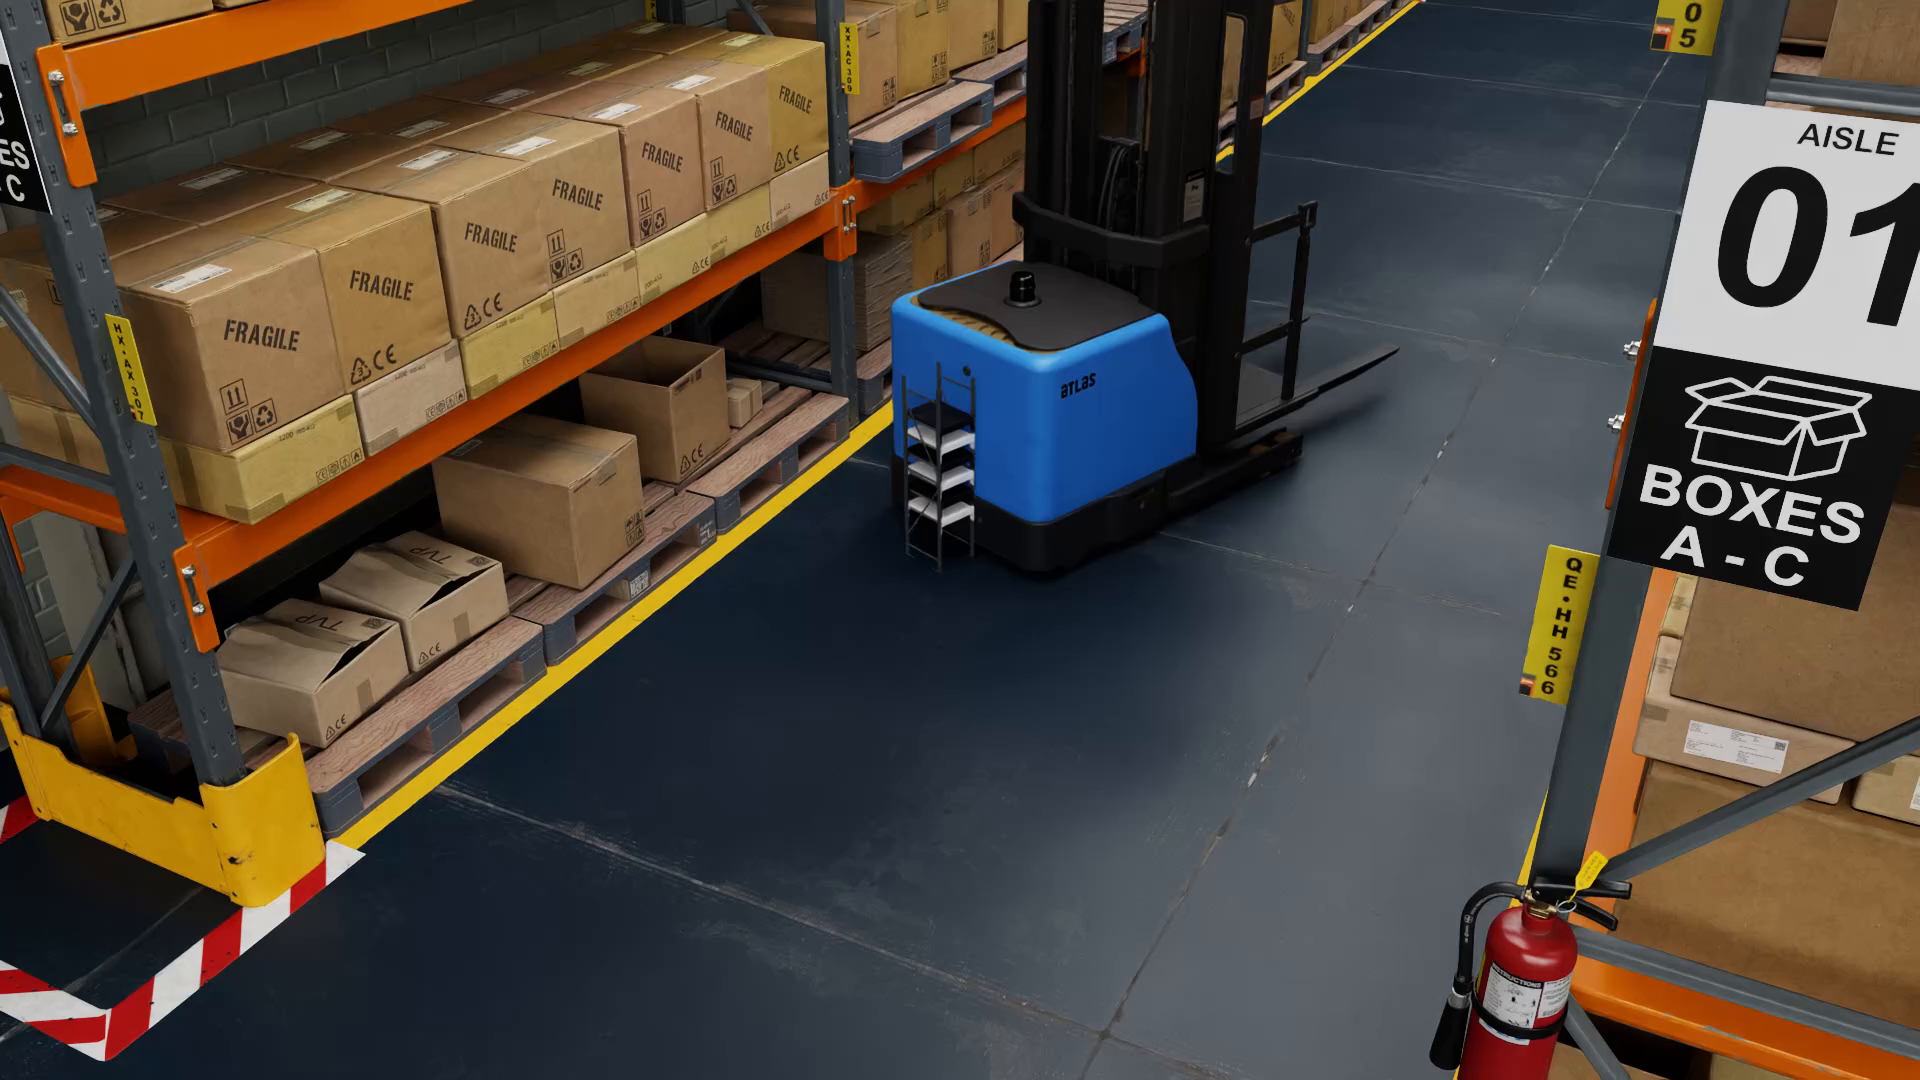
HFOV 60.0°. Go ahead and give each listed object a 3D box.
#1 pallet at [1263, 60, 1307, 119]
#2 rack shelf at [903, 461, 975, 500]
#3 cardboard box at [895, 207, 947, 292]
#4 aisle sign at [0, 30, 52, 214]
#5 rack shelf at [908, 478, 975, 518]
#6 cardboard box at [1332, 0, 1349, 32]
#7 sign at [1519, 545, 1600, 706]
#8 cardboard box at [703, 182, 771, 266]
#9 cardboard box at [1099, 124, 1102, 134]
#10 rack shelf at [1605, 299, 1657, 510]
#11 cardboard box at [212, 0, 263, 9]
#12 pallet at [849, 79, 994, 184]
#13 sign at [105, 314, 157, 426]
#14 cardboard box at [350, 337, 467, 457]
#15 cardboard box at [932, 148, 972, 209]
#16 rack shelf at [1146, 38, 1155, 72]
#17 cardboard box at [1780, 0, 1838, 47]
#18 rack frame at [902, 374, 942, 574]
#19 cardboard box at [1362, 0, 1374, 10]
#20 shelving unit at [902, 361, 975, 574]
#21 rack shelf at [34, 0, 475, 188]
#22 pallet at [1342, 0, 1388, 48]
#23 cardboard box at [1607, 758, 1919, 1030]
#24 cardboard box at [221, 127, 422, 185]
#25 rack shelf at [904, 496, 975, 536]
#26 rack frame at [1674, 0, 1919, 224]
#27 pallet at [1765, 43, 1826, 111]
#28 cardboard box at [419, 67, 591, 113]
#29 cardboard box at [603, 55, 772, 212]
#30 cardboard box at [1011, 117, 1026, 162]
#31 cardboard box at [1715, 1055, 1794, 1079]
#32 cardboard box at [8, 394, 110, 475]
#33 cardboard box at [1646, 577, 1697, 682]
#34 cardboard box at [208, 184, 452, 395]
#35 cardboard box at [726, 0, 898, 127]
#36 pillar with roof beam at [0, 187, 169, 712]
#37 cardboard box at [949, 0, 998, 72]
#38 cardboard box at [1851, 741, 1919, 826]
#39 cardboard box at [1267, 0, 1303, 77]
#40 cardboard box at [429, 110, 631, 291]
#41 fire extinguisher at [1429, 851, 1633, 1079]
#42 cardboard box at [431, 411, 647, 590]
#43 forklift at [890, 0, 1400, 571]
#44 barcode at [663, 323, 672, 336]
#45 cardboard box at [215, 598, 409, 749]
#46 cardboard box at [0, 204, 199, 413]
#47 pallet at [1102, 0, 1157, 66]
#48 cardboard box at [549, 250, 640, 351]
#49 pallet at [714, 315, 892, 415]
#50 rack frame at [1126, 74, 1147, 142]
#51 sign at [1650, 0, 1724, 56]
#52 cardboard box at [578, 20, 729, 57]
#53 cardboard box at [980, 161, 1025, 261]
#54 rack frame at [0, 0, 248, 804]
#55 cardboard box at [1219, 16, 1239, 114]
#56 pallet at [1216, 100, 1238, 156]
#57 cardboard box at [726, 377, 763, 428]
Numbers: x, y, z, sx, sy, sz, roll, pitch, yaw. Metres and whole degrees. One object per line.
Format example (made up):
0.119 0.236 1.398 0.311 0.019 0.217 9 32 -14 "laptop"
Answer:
2.352 -3.978 14.466 1.003 0.211 1.213 14 33 23 "pallet"
-0.093 -0.288 7.414 0.200 0.077 0.258 -25 38 -36 "rack shelf"
-0.496 -1.678 9.728 0.700 0.500 0.500 14 33 22 "cardboard box"
-2.595 -1.254 4.312 0.394 0.787 0.004 14 33 23 "aisle sign"
-0.093 -0.210 7.459 0.200 0.077 0.258 -25 38 -36 "rack shelf"
3.301 -5.175 15.838 0.700 0.500 0.500 14 33 23 "cardboard box"
1.105 0.161 3.057 0.100 0.325 0.005 14 33 23 "sign"
-1.188 -1.446 7.387 0.500 0.250 0.500 14 33 23 "cardboard box"
0.533 -2.549 11.246 0.700 0.500 0.500 15 33 24 "cardboard box"
2.493 -0.980 4.155 1.077 0.370 4.000 14 33 23 "rack shelf"
-2.178 -1.901 4.916 0.500 0.500 0.500 17 34 26 "cardboard box"
-0.530 -2.223 8.801 1.003 0.211 1.213 14 33 23 "pallet"
-2.347 -0.479 4.703 0.100 0.325 0.005 14 33 23 "sign"
-2.101 -0.548 5.823 0.500 0.250 0.500 13 32 22 "cardboard box"
-0.256 -2.190 9.867 0.500 0.250 0.500 13 32 22 "cardboard box"
1.726 -4.348 13.032 1.077 0.370 4.000 14 33 23 "rack shelf"
1.872 -1.154 3.323 0.500 0.250 0.500 14 33 23 "cardboard box"
-0.167 -0.282 7.337 0.006 0.900 0.240 -25 38 -36 "rack frame"
3.773 -5.640 16.648 0.700 0.500 0.500 13 32 22 "cardboard box"
-0.093 -0.316 7.397 0.210 0.900 0.258 -25 38 -36 "shelving unit"
-1.919 -2.102 6.109 1.077 0.370 4.000 14 33 23 "rack shelf"
3.608 -5.200 16.593 1.003 0.211 1.213 14 33 23 "pallet"
1.806 0.648 3.510 0.700 0.500 0.500 14 33 23 "cardboard box"
-2.334 -1.204 6.212 0.500 0.500 0.500 13 32 22 "cardboard box"
-0.093 -0.131 7.504 0.200 0.077 0.258 -25 38 -36 "rack shelf"
1.582 -1.706 1.685 1.000 3.000 0.127 14 33 23 "rack frame"
1.927 -0.675 2.990 1.003 0.211 1.213 14 33 23 "pallet"
-1.878 -1.660 7.006 0.500 0.500 0.500 15 33 25 "cardboard box"
-1.170 -1.767 7.192 0.500 0.500 0.500 14 33 23 "cardboard box"
0.218 -2.636 10.644 0.500 0.250 0.500 15 33 24 "cardboard box"
2.250 1.171 4.285 0.500 0.500 0.500 14 33 23 "cardboard box"
-2.789 -0.422 5.603 0.500 0.250 0.500 15 33 24 "cardboard box"
1.704 0.241 3.566 0.380 0.149 0.250 15 33 25 "cardboard box"
-2.111 -0.856 5.606 0.500 0.500 0.500 14 33 23 "cardboard box"
-0.745 -2.452 8.466 0.700 0.500 0.500 14 33 23 "cardboard box"
0.552 -2.359 2.821 9.100 9.000 0.400 14 33 23 "pillar with roof beam"
-0.212 -2.997 9.415 0.700 0.500 0.500 19 35 30 "cardboard box"
1.952 0.445 3.211 0.380 0.149 0.250 14 33 23 "cardboard box"
2.456 -4.479 14.275 0.750 0.750 0.750 15 33 24 "cardboard box"
-1.645 -1.315 6.406 0.500 0.500 0.500 15 33 25 "cardboard box"
1.114 0.876 3.291 0.296 0.674 0.183 14 33 23 "fire extinguisher"
-1.796 -0.187 7.131 0.700 0.500 0.500 12 32 20 "cardboard box"
1.093 -1.751 7.857 3.031 2.935 1.130 -25 38 -36 "forklift"
-1.467 -1.061 8.332 0.001 0.075 0.075 14 33 23 "barcode"
-2.434 0.462 6.192 0.500 0.311 0.500 11 32 18 "cardboard box"
-2.804 -0.753 5.427 0.500 0.500 0.500 14 33 23 "cardboard box"
0.585 -3.350 10.765 1.213 0.211 1.003 14 33 23 "pallet"
-1.631 -0.996 6.604 0.500 0.250 0.500 15 33 24 "cardboard box"
-0.654 -1.137 9.517 1.003 0.211 1.213 14 33 23 "pallet"
0.815 -3.774 11.309 1.000 3.000 0.127 14 33 23 "rack frame"
1.105 -0.885 2.456 0.100 0.325 0.005 14 33 23 "sign"
-1.408 -2.108 7.786 0.500 0.500 0.500 14 33 22 "cardboard box"
-0.006 -2.121 10.499 0.700 0.500 0.500 14 33 23 "cardboard box"
-2.830 -0.227 5.133 1.000 3.000 0.127 14 33 23 "rack frame"
1.671 -3.707 12.929 0.750 0.750 0.750 14 33 23 "cardboard box"
1.798 -3.436 13.521 1.003 0.211 1.213 14 33 23 "pallet"
-1.225 -0.718 8.392 0.380 0.166 0.250 10 31 17 "cardboard box"
